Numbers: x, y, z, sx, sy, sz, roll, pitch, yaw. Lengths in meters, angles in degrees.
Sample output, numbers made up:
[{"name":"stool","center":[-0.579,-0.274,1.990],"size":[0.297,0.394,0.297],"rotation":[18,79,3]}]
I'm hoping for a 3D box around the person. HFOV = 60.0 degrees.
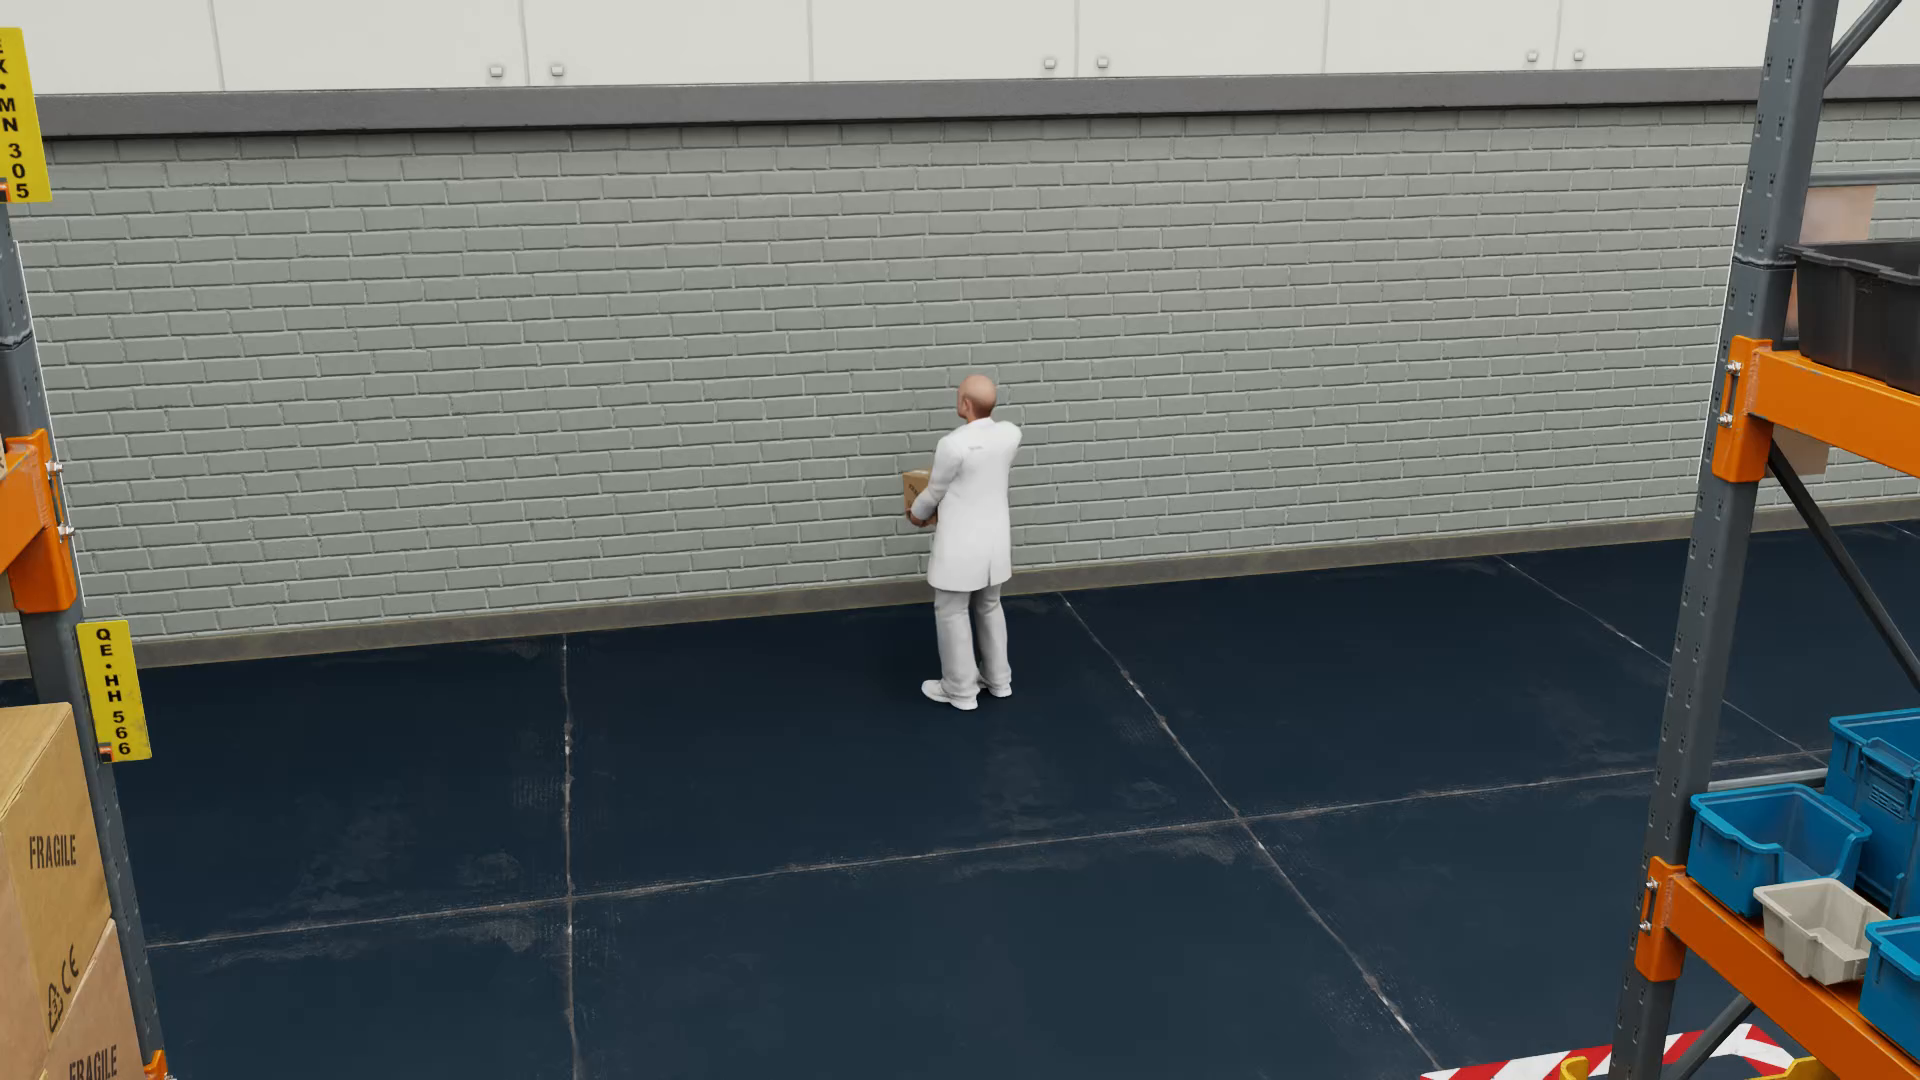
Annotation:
[{"name":"person","center":[-0.008,-0.026,8.673],"size":[0.527,1.775,0.556],"rotation":[-16,25,-38]}]
